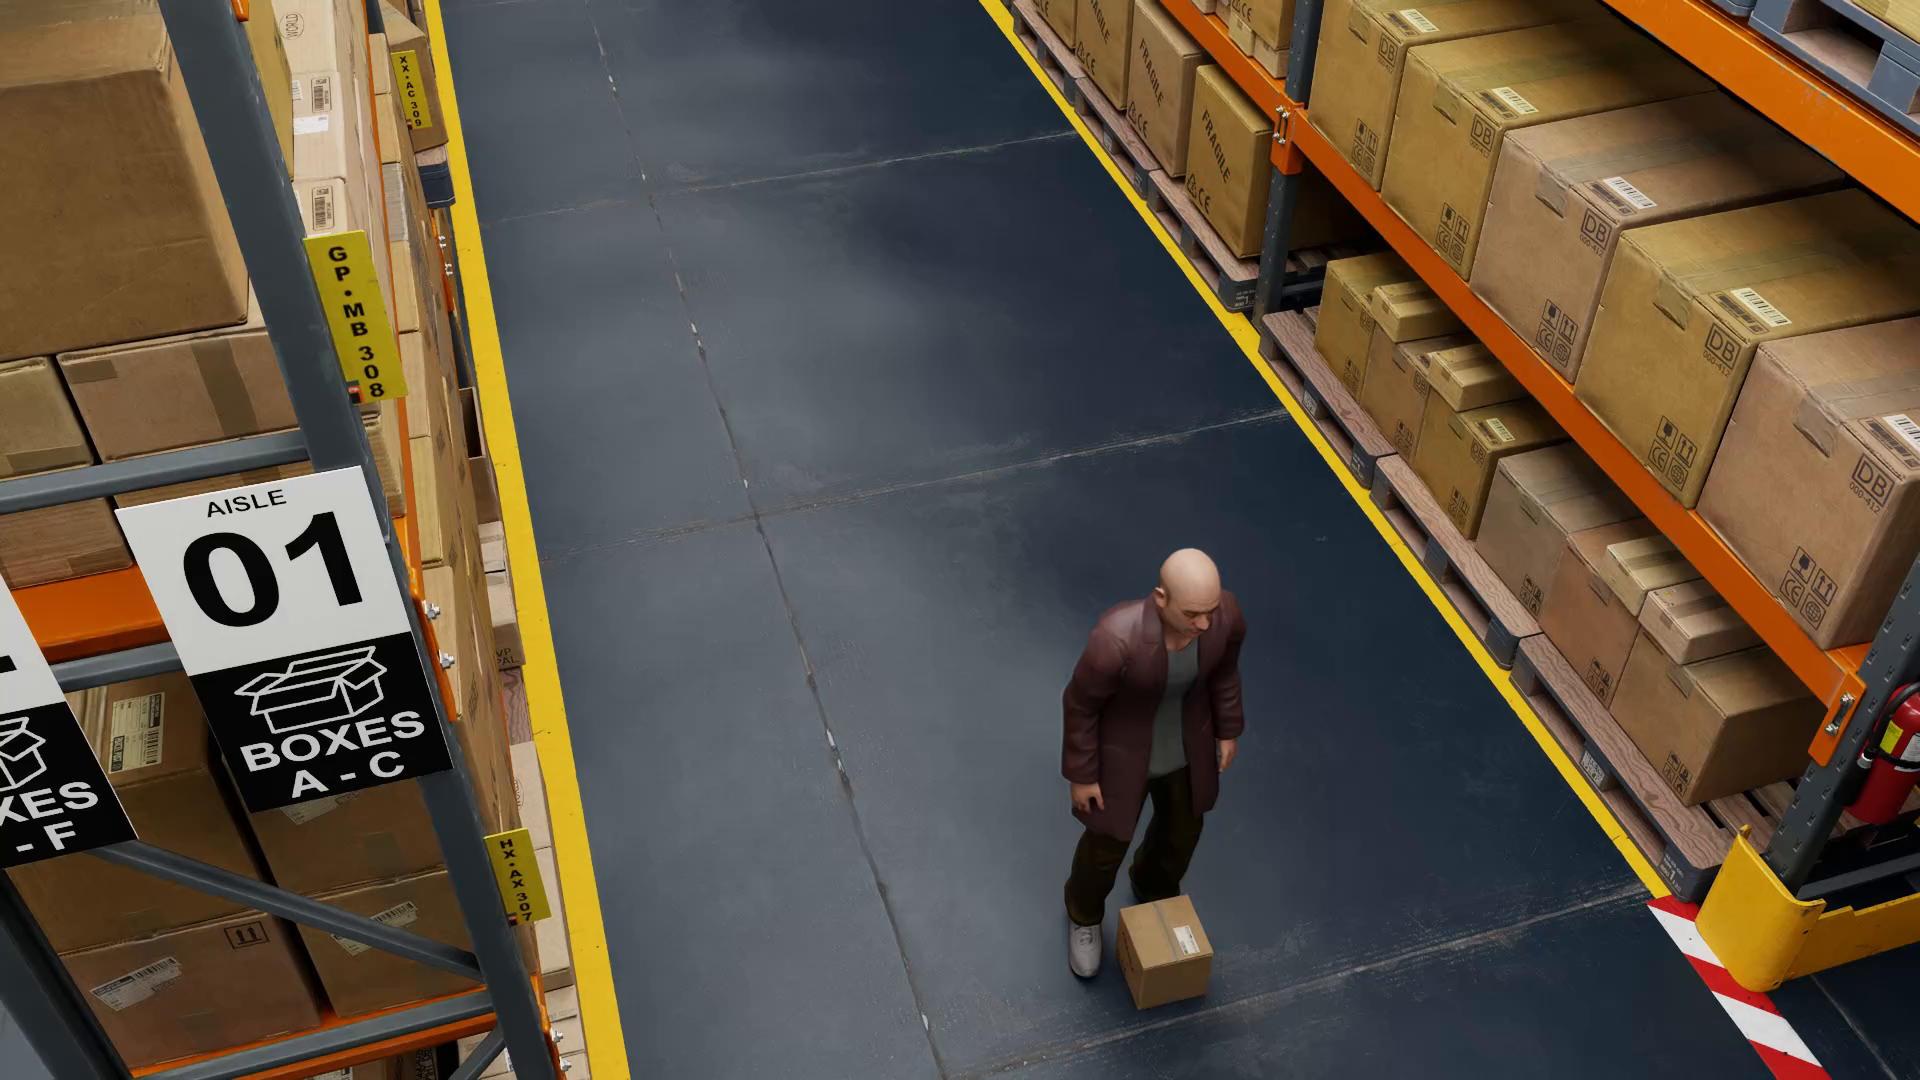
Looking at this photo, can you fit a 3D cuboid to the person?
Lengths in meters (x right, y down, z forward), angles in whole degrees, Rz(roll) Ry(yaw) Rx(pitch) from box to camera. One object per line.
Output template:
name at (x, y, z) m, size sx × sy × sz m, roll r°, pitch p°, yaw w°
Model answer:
person at (0.629, 0.690, 5.397) m, size 0.648 × 1.772 × 0.429 m, roll -14°, pitch 44°, yaw -16°
